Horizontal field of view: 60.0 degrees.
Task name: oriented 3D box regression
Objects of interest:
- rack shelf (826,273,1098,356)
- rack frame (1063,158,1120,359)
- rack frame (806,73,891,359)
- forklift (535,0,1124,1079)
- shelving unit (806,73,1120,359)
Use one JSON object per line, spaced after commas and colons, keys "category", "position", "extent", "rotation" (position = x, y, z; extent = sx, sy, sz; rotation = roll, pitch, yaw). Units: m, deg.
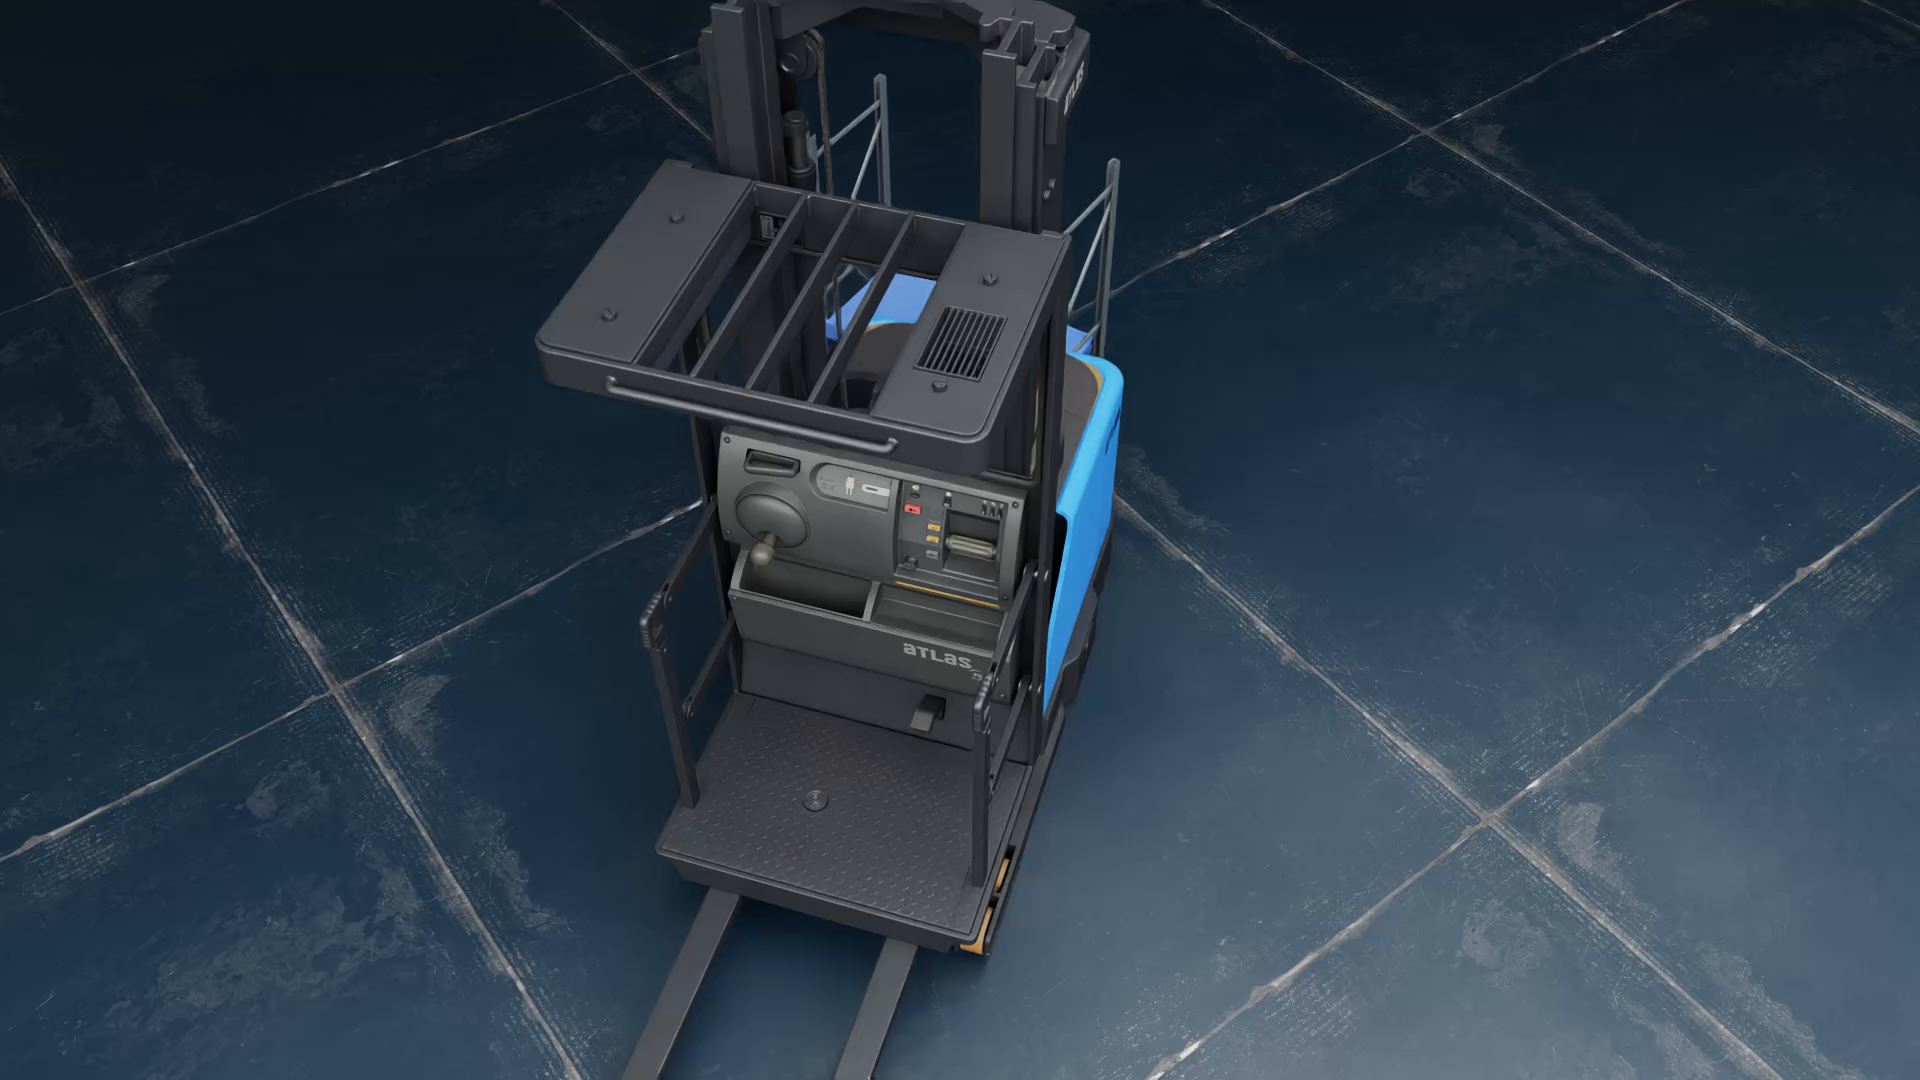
{"category": "rack shelf", "position": [0.000, -0.789, 6.695], "extent": [1.000, 0.185, 0.538], "rotation": [25, 53, 21]}
{"category": "rack frame", "position": [0.428, -0.706, 6.377], "extent": [0.032, 1.500, 0.500], "rotation": [25, 53, 21]}
{"category": "rack frame", "position": [-0.428, -1.113, 6.746], "extent": [0.032, 1.500, 0.500], "rotation": [25, 53, 21]}
{"category": "forklift", "position": [-0.332, 0.041, 4.733], "extent": [1.130, 2.935, 3.031], "rotation": [13, 49, 12]}
{"category": "shelving unit", "position": [0.000, -0.910, 6.561], "extent": [1.048, 1.500, 0.538], "rotation": [25, 53, 21]}
